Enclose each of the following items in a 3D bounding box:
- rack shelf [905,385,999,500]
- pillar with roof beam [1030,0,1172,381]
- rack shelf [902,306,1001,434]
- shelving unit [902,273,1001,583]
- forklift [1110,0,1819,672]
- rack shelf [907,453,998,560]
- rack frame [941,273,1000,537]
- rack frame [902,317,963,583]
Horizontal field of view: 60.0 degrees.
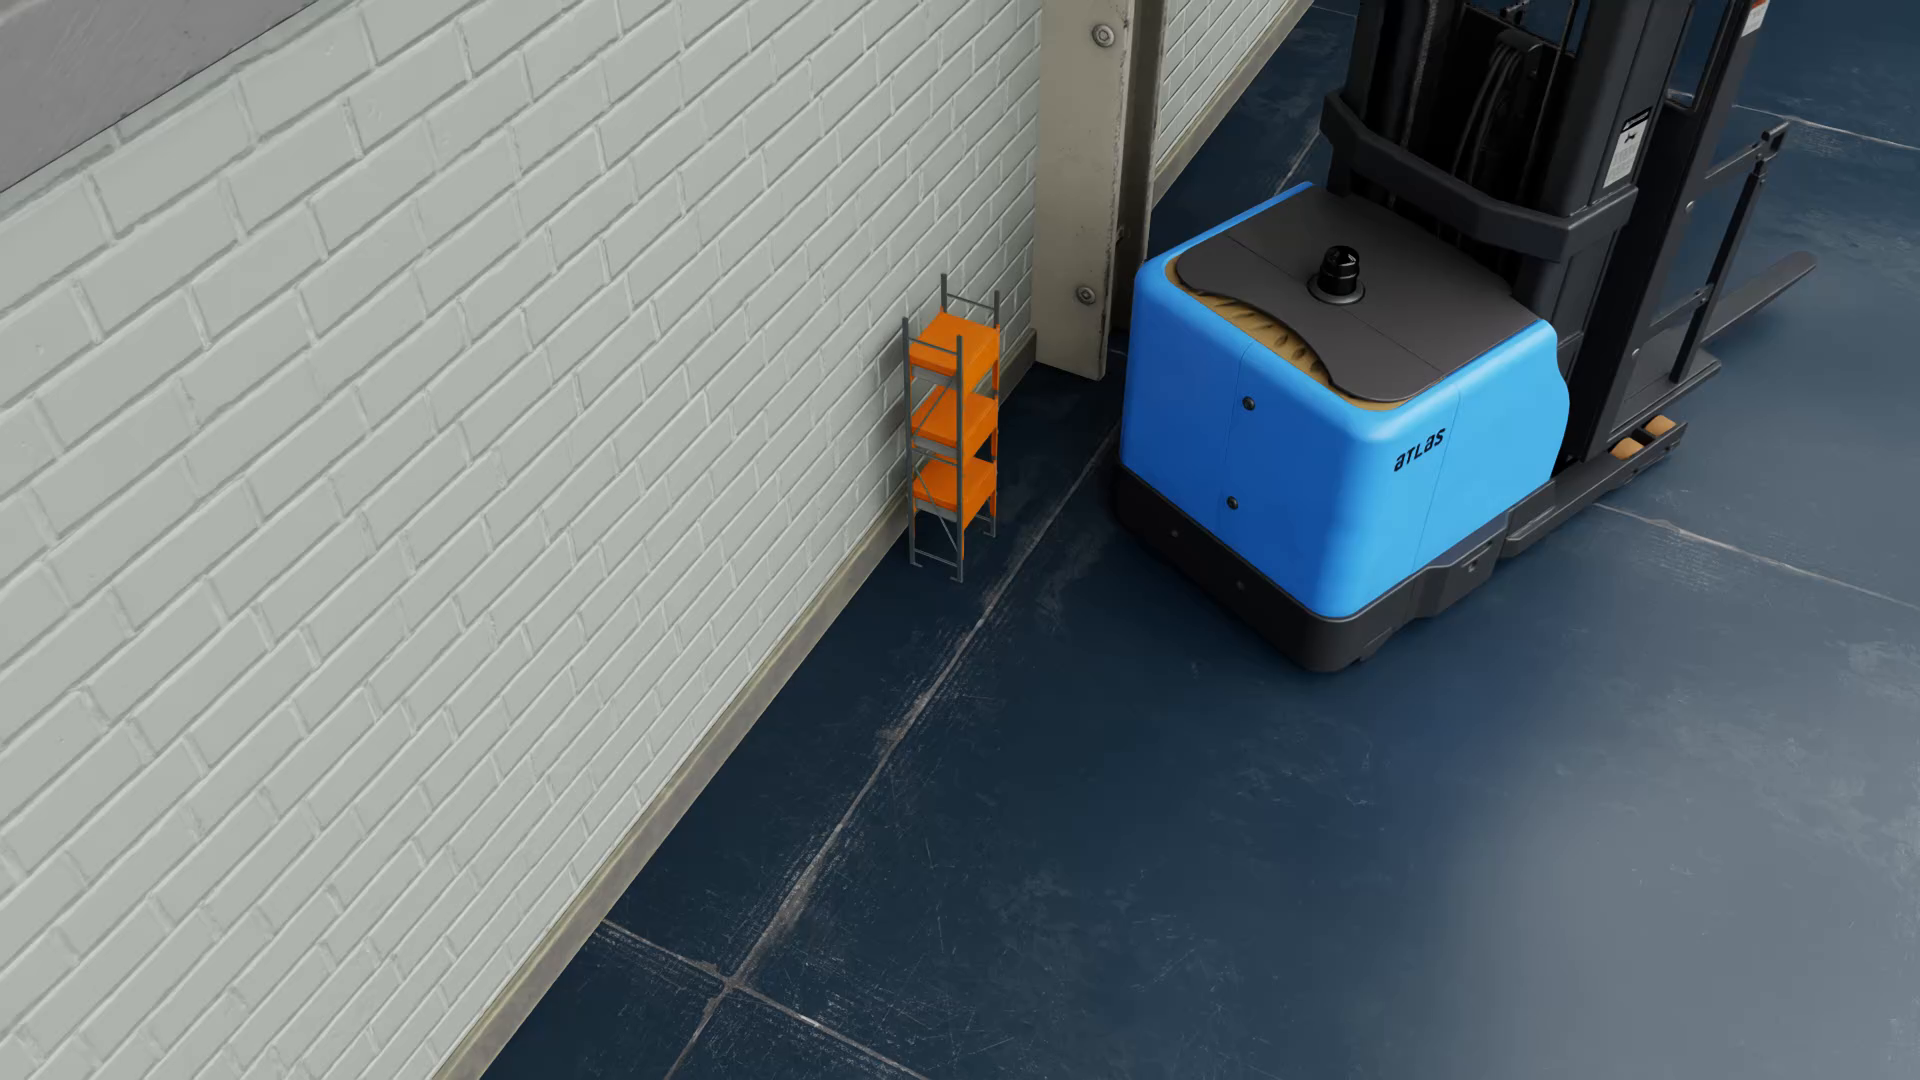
[{"bbox_3d":[-0.025,-0.328,5.351,0.215,0.259,0.240,20,49,19],"label":"rack shelf"},{"bbox_3d":[4.301,-2.523,1.917,9.100,9.000,0.400,20,49,19],"label":"pillar with roof beam"},{"bbox_3d":[-0.025,-0.527,5.149,0.215,0.259,0.240,20,49,19],"label":"rack shelf"},{"bbox_3d":[-0.025,-0.335,5.343,0.215,1.050,0.252,20,49,19],"label":"shelving unit"},{"bbox_3d":[1.986,-1.495,5.167,3.031,2.935,1.130,-30,52,-26],"label":"forklift"},{"bbox_3d":[-0.025,-0.133,5.548,0.215,0.259,0.240,20,49,19],"label":"rack shelf"},{"bbox_3d":[0.032,-0.412,5.419,0.200,1.050,0.008,20,49,19],"label":"rack frame"},{"bbox_3d":[-0.081,-0.258,5.267,0.200,1.050,0.008,20,49,19],"label":"rack frame"}]
